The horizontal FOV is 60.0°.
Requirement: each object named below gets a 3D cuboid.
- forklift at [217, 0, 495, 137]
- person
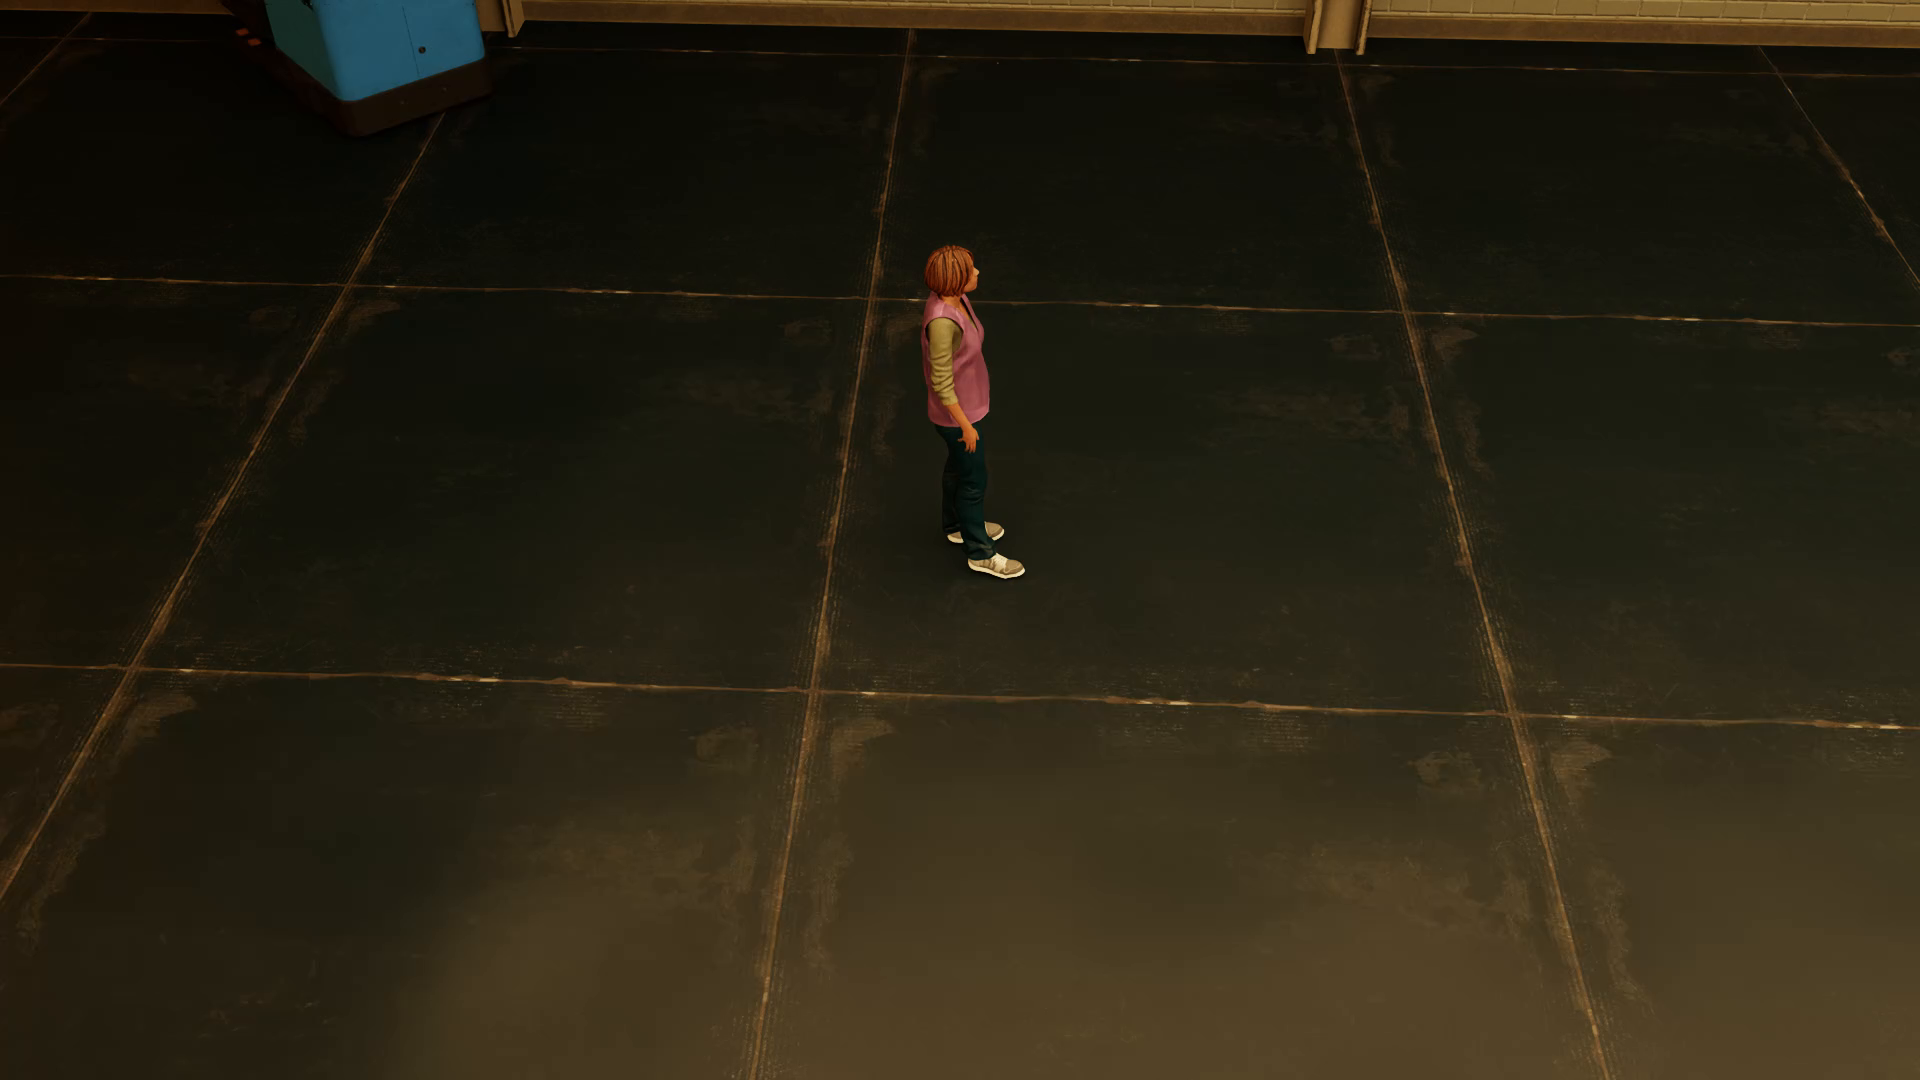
[{"bbox_3d":[-4.442,-4.587,10.766,1.130,2.935,3.031,-30,50,-28],"label":"forklift"},{"bbox_3d":[0.073,-0.584,7.360,0.476,1.597,0.520,2,42,2],"label":"person"}]
